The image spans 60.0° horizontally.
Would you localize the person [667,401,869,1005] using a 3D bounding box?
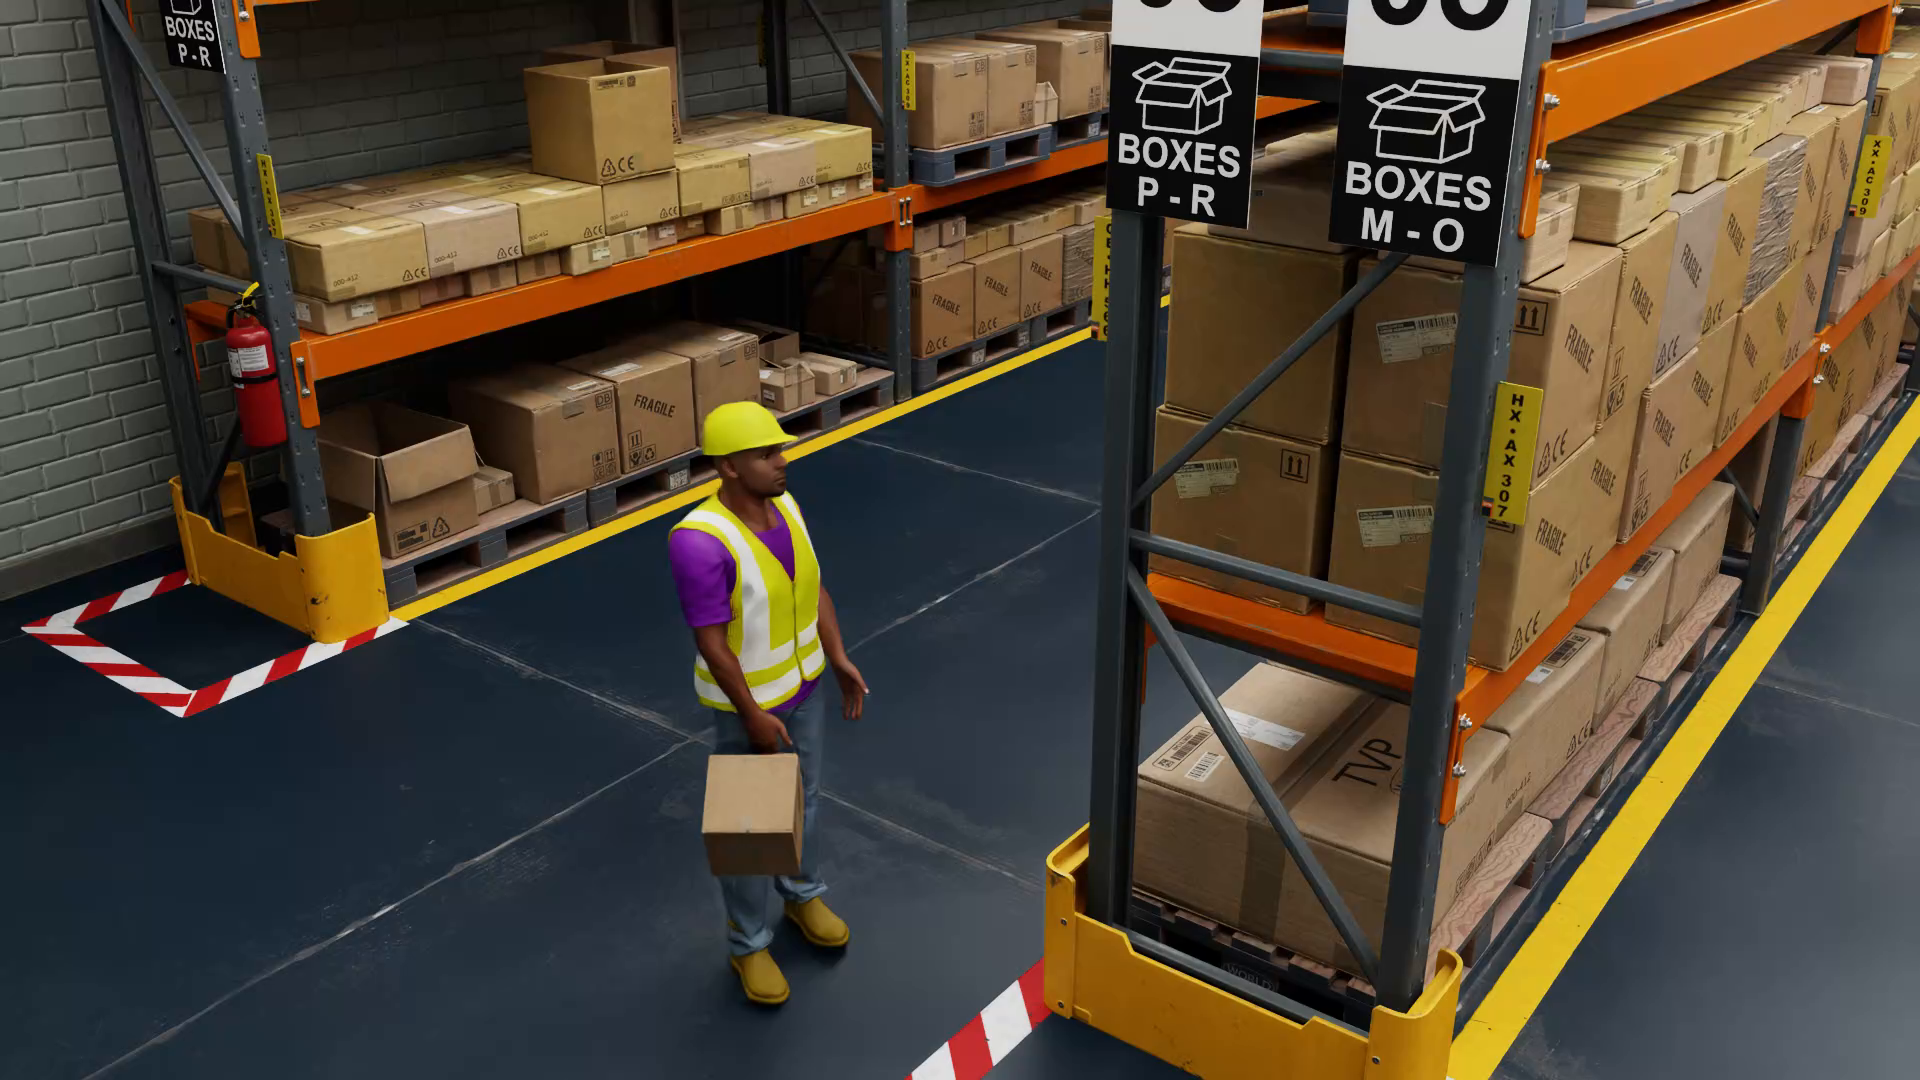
[{"bbox_3d":[-0.560,0.468,4.952,0.476,1.770,0.605,13,26,27],"label":"person"}]
